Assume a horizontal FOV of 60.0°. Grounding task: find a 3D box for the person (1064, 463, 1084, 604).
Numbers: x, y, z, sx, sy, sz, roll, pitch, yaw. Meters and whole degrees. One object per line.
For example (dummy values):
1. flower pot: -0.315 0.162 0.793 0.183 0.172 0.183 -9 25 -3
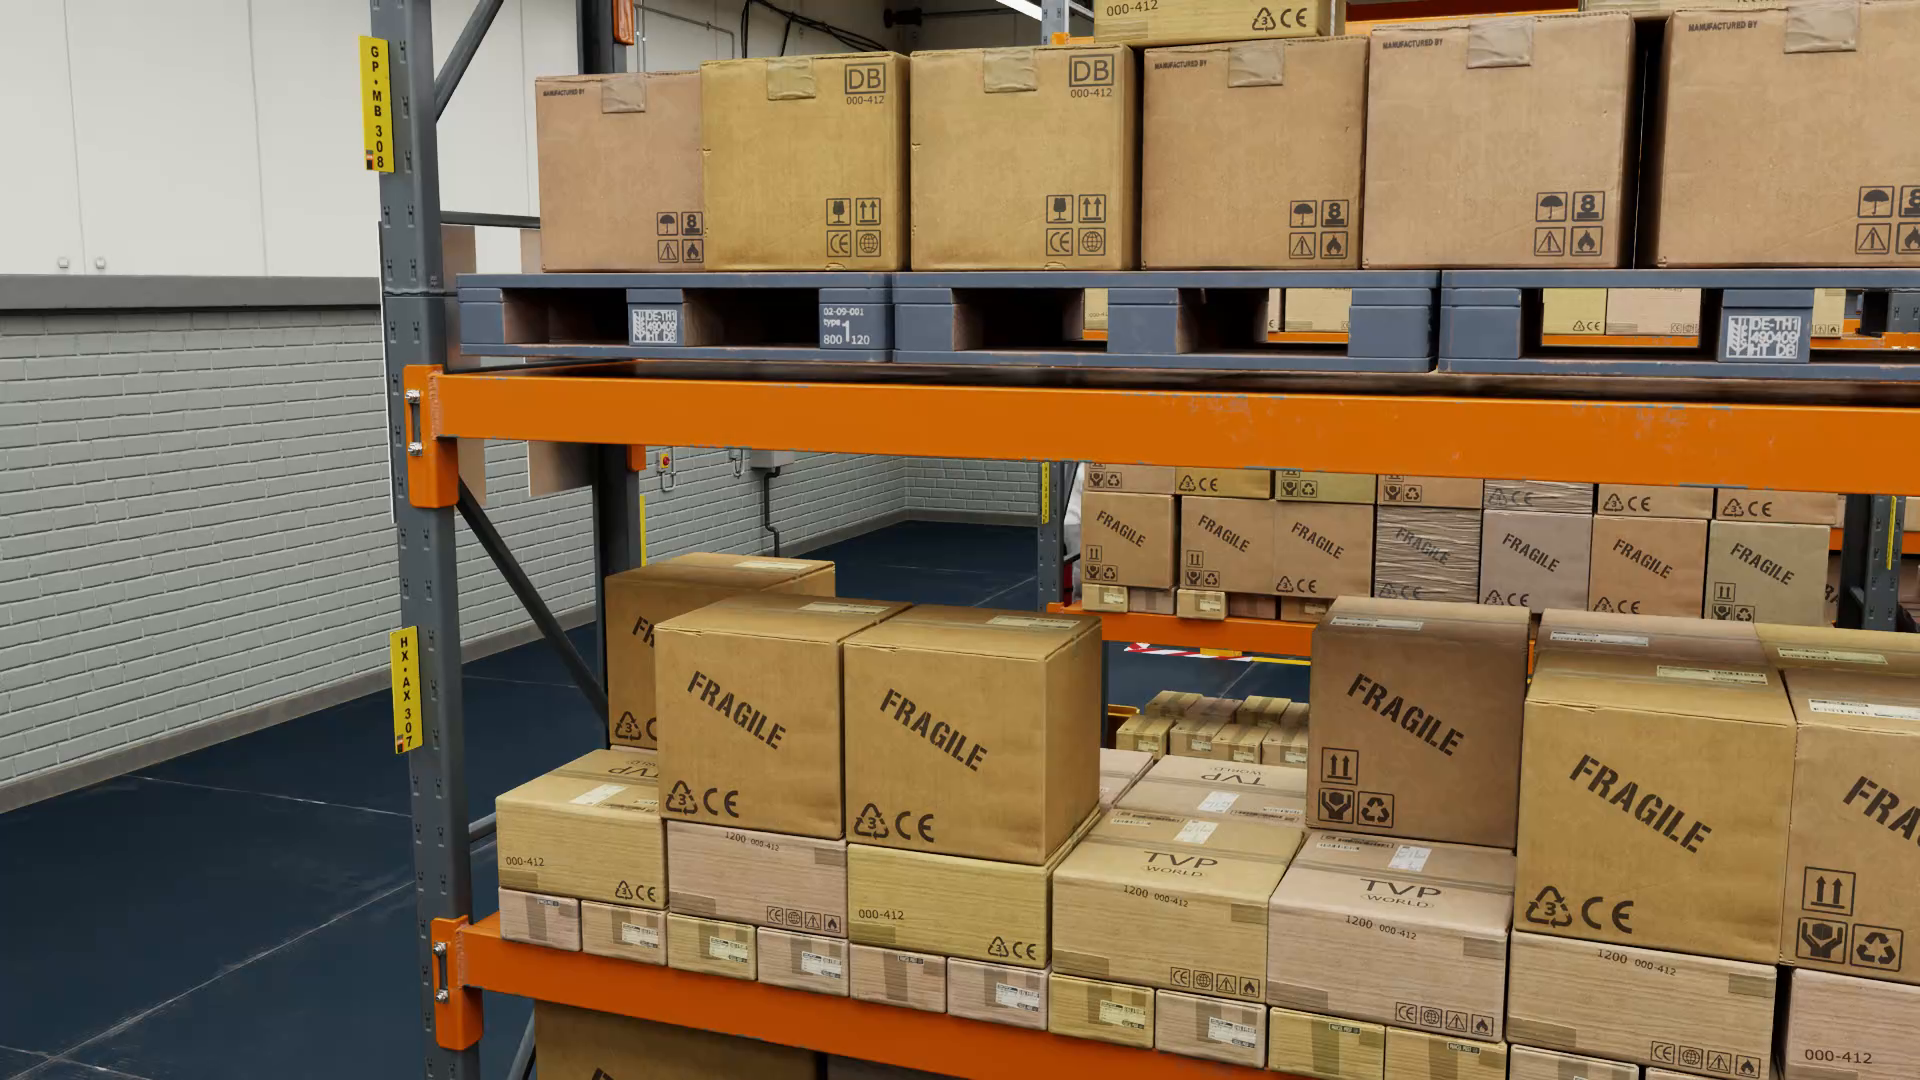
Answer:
1. person: 1.193 -0.130 15.366 0.636 1.693 0.488 3 9 20
